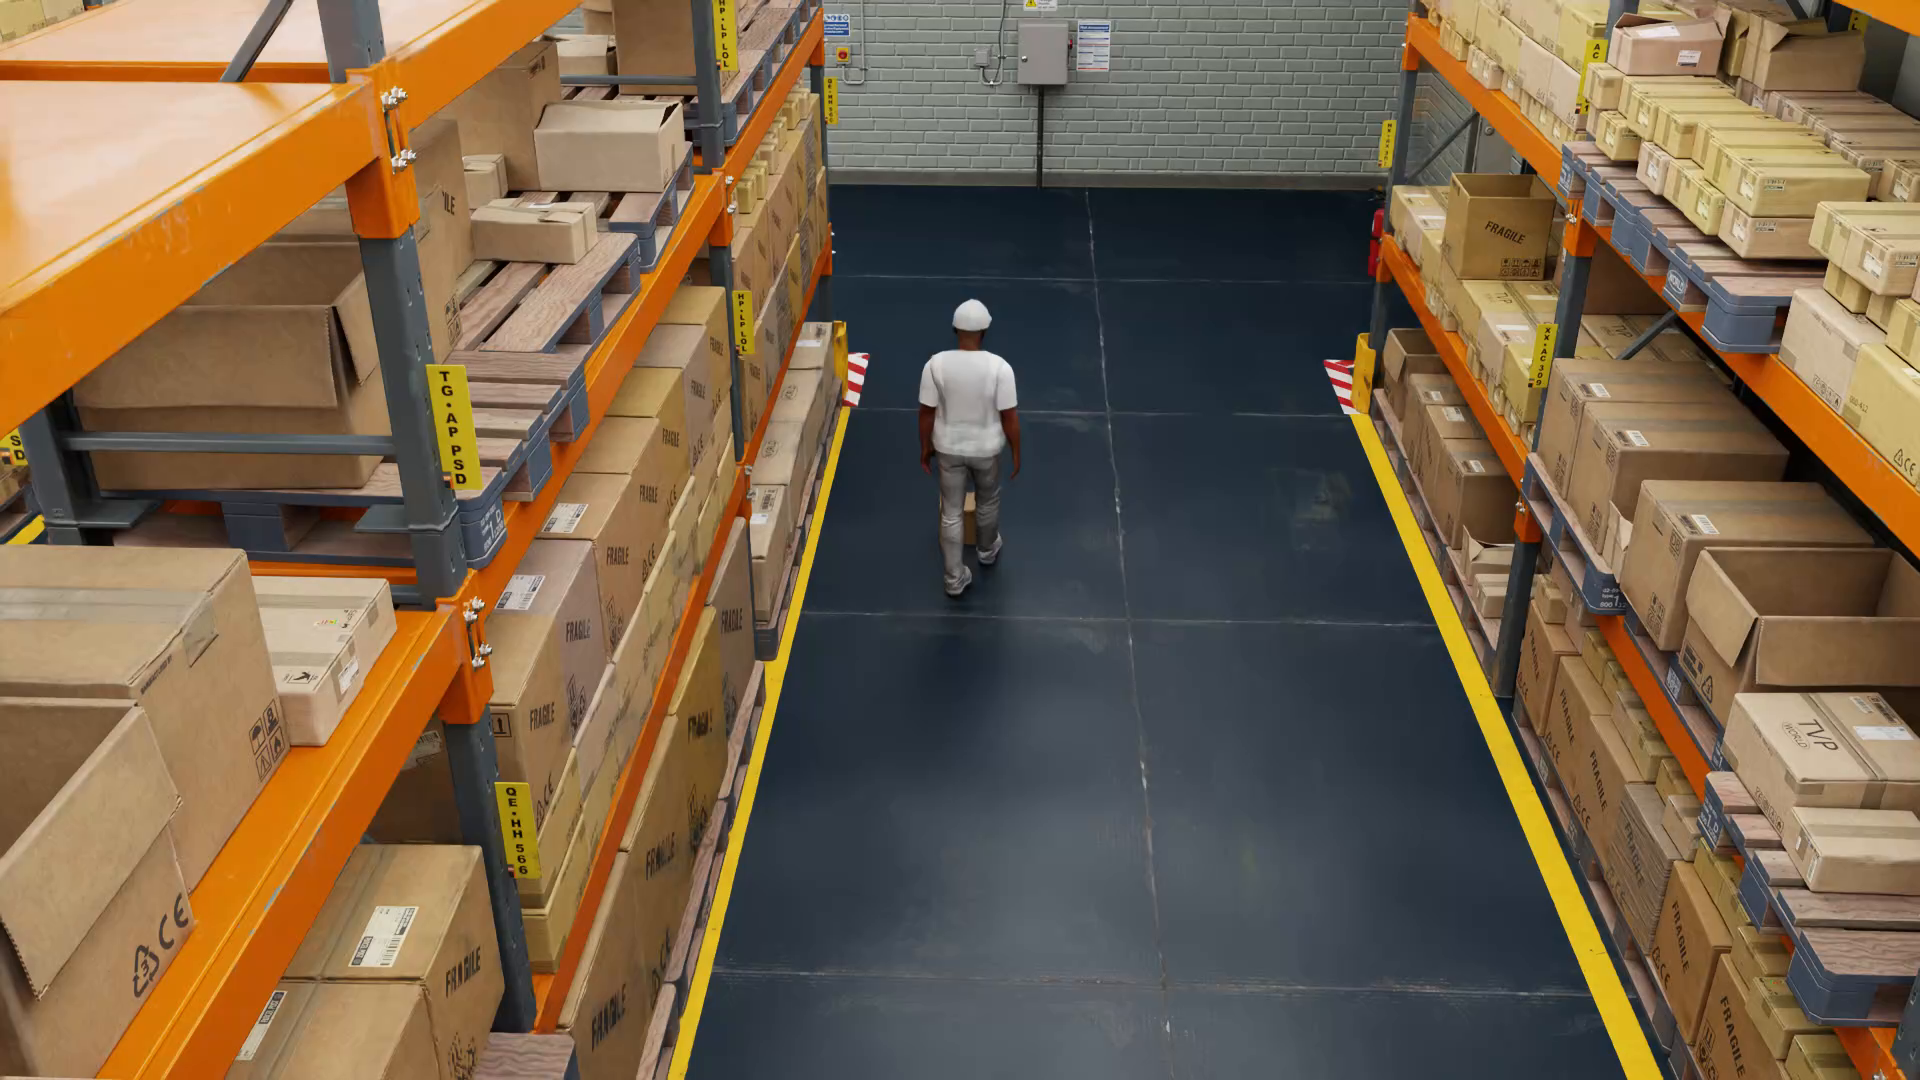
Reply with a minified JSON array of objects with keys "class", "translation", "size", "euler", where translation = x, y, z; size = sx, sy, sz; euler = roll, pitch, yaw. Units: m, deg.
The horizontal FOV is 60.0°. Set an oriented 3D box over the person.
[{"class":"person","translation":[0.071,-0.590,9.704],"size":[0.592,1.760,0.745],"euler":[3,28,5]}]
